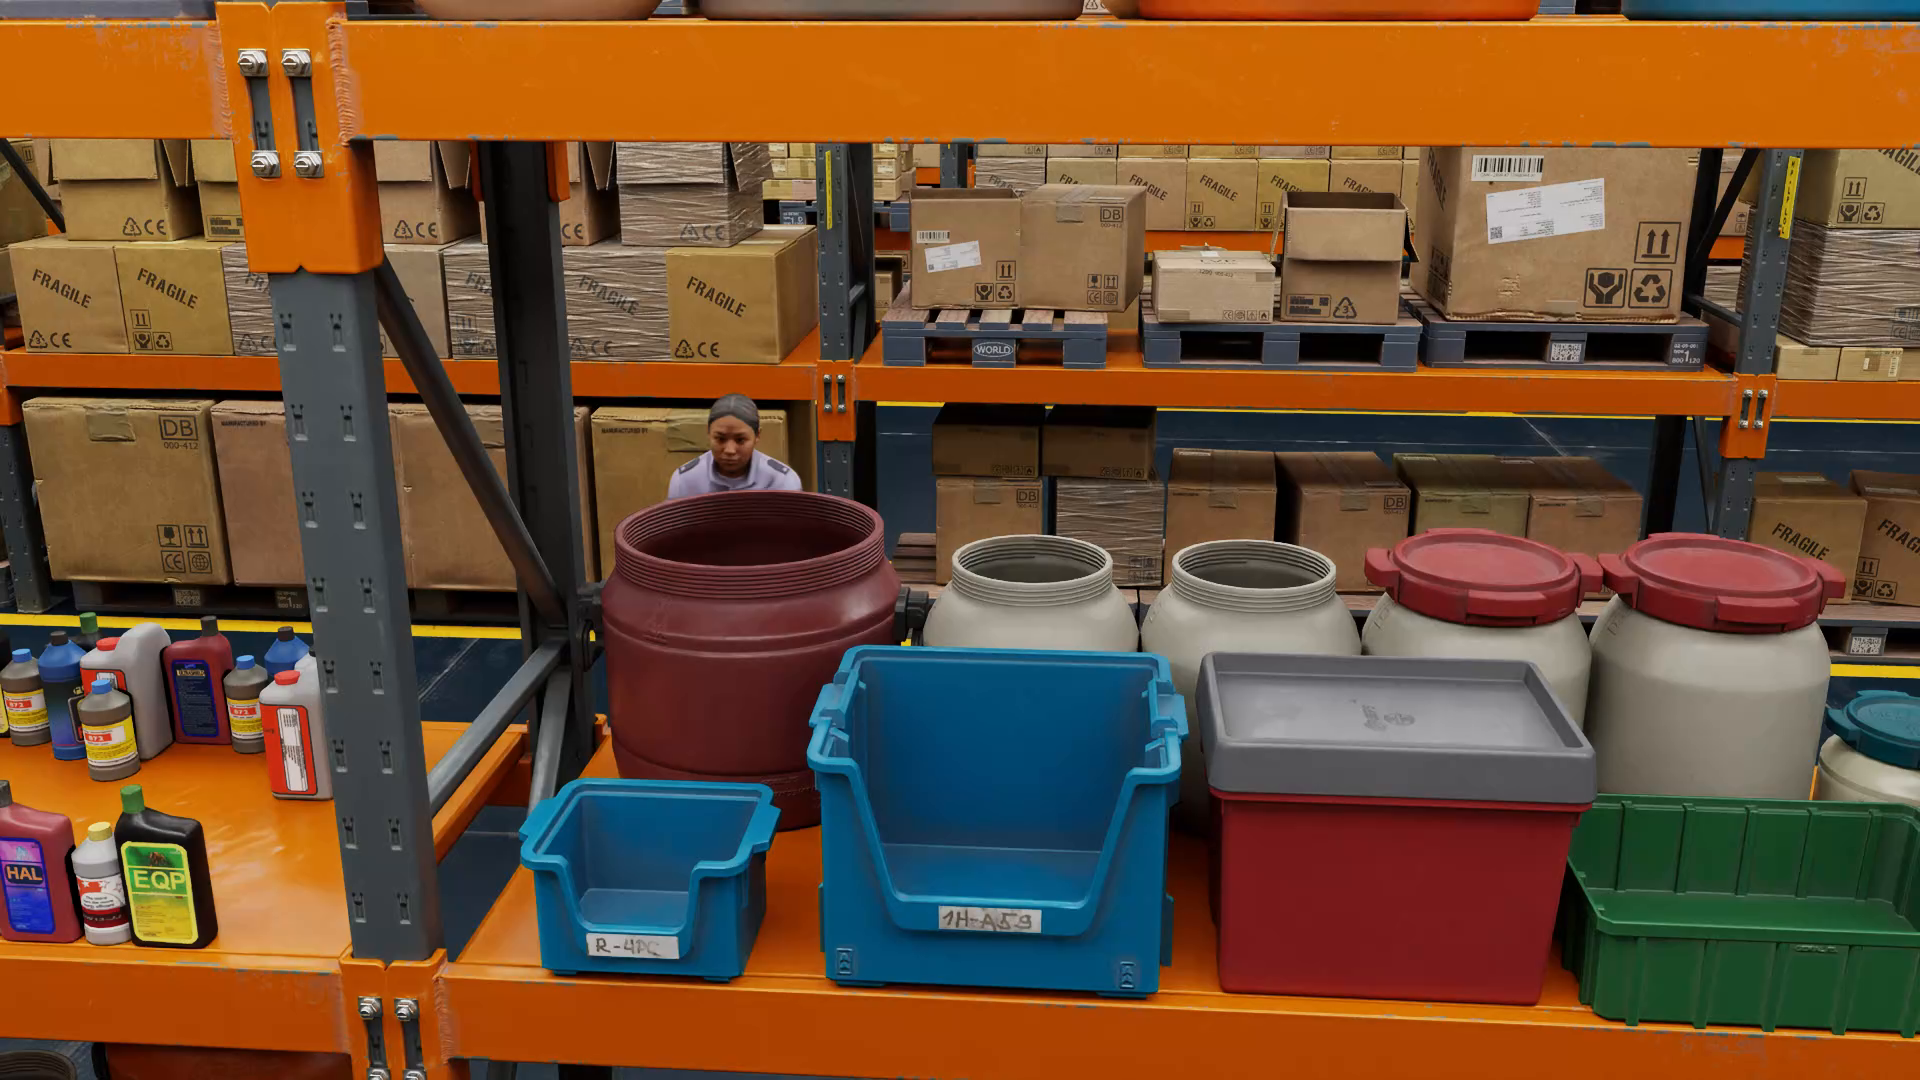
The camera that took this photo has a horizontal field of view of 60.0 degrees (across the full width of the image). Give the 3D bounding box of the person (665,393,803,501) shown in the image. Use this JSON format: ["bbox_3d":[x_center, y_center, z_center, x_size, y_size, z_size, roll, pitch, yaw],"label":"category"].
[{"bbox_3d":[-0.765,0.298,5.633,0.557,1.647,0.377,0,18,1],"label":"person"}]
